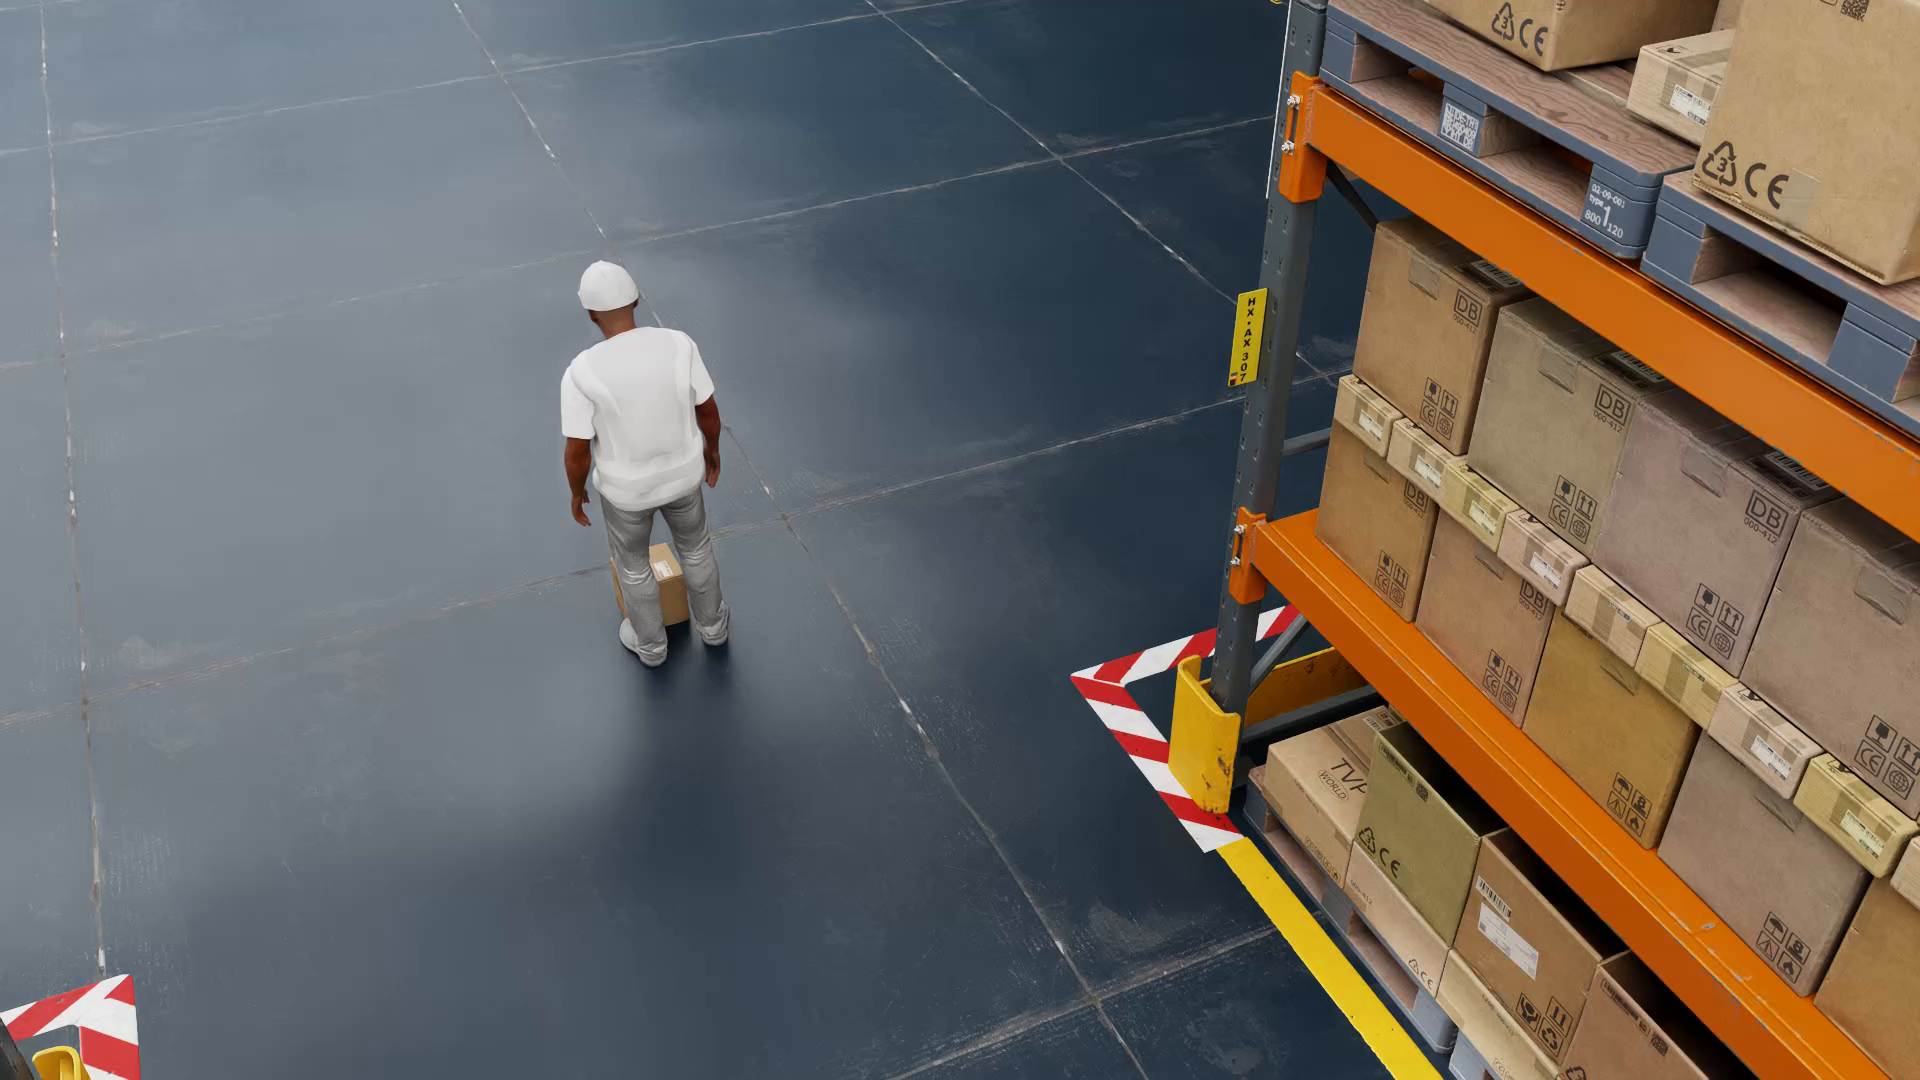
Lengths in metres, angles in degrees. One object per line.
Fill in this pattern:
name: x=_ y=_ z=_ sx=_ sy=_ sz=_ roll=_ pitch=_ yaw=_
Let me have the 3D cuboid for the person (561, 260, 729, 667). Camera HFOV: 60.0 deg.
person: x=-1.228 y=-0.269 z=6.493 sx=0.633 sy=1.759 sz=0.462 roll=-18 pitch=41 yaw=-23
